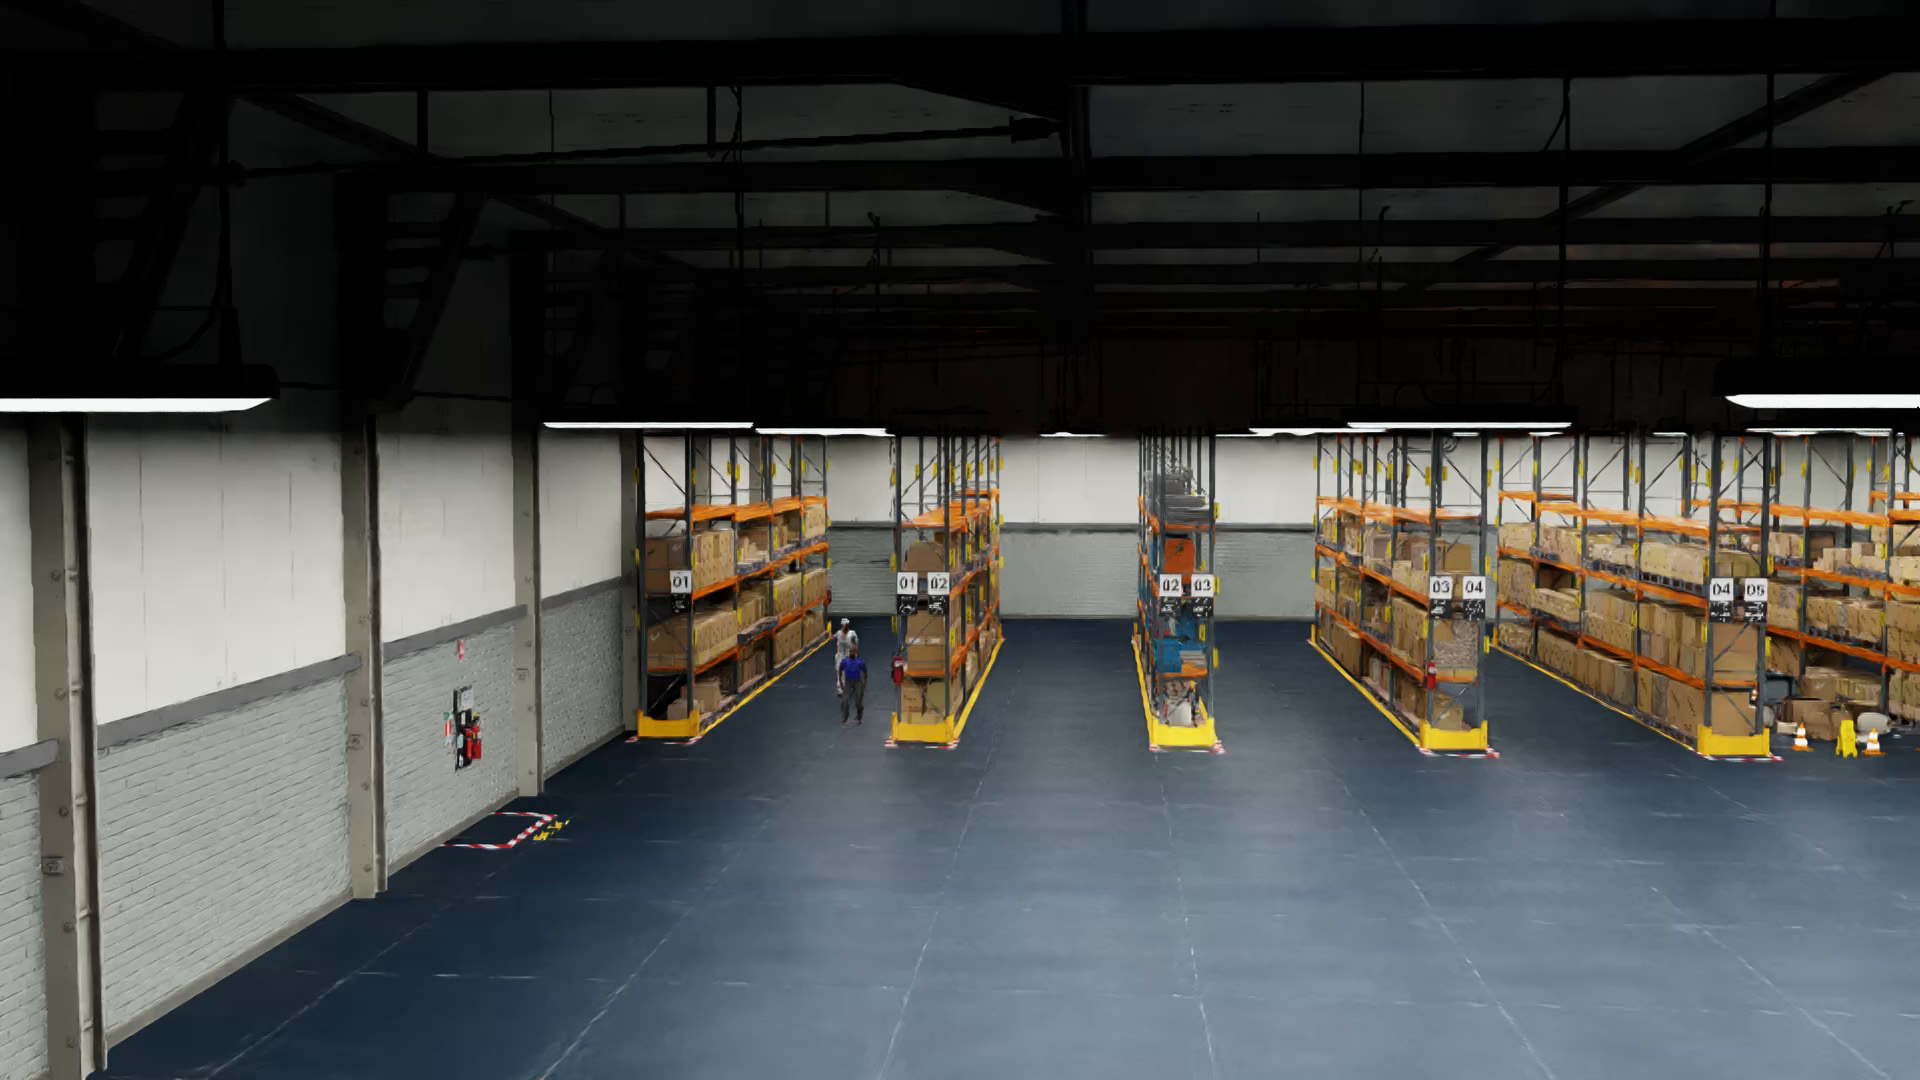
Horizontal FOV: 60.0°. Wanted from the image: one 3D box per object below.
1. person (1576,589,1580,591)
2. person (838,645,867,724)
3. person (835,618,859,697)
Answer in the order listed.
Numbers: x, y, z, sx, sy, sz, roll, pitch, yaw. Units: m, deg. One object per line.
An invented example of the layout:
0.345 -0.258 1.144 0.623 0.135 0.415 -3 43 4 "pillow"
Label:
16.917 2.113 45.564 0.380 1.652 0.608 -1 4 -14 "person"
-2.150 2.904 33.374 0.592 1.590 0.518 0 3 3 "person"
-2.540 2.596 37.114 0.567 1.736 1.044 0 3 4 "person"
